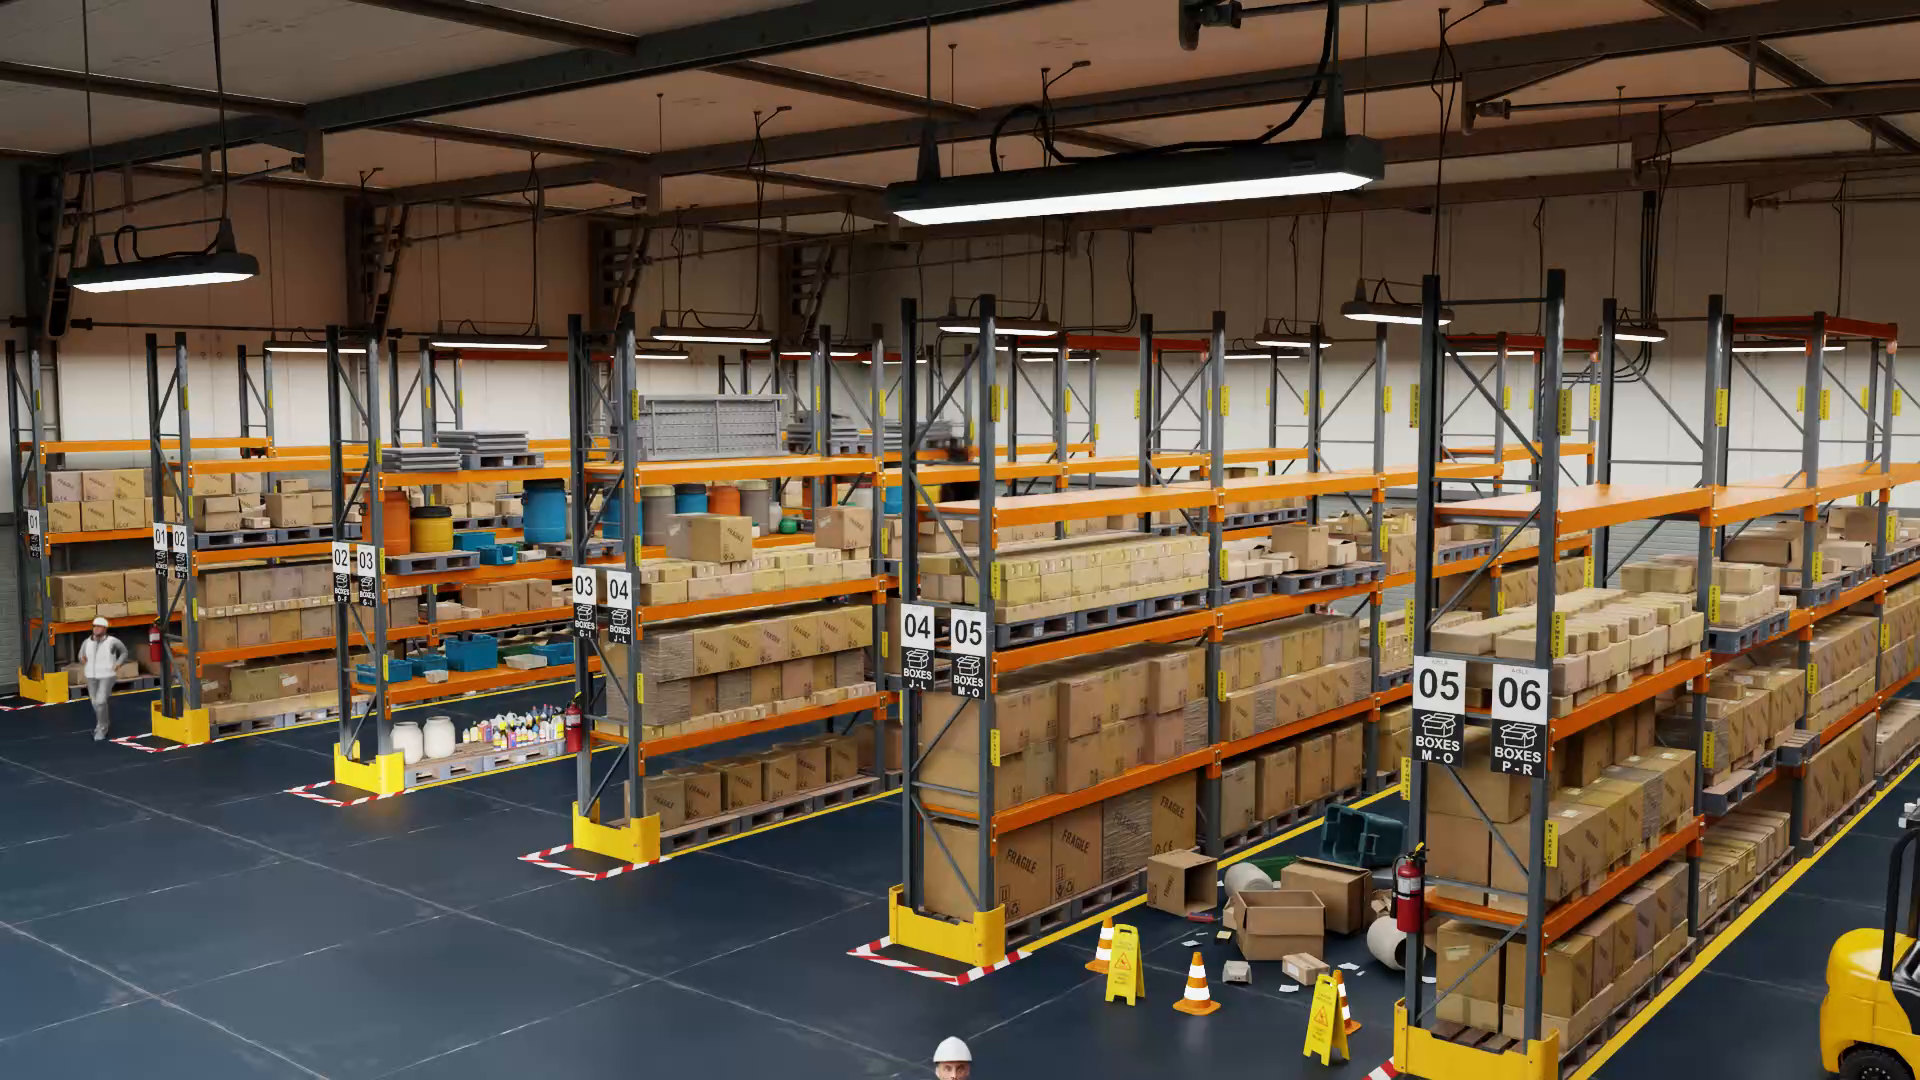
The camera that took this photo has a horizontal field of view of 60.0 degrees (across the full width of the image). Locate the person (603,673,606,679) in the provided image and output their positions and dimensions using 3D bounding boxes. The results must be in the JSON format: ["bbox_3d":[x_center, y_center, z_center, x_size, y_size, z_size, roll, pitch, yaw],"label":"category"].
[{"bbox_3d":[-5.576,1.852,27.770,0.540,1.708,0.787,4,6,37],"label":"person"}]

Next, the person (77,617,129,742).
[{"bbox_3d":[-12.790,2.065,24.760,0.656,1.840,0.686,0,5,3],"label":"person"}]

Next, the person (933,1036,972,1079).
[{"bbox_3d":[-0.050,3.486,8.722,0.641,1.744,0.648,-1,5,-8],"label":"person"}]

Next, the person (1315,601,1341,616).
[{"bbox_3d":[6.143,1.766,28.130,0.708,1.748,0.643,3,6,31],"label":"person"}]
